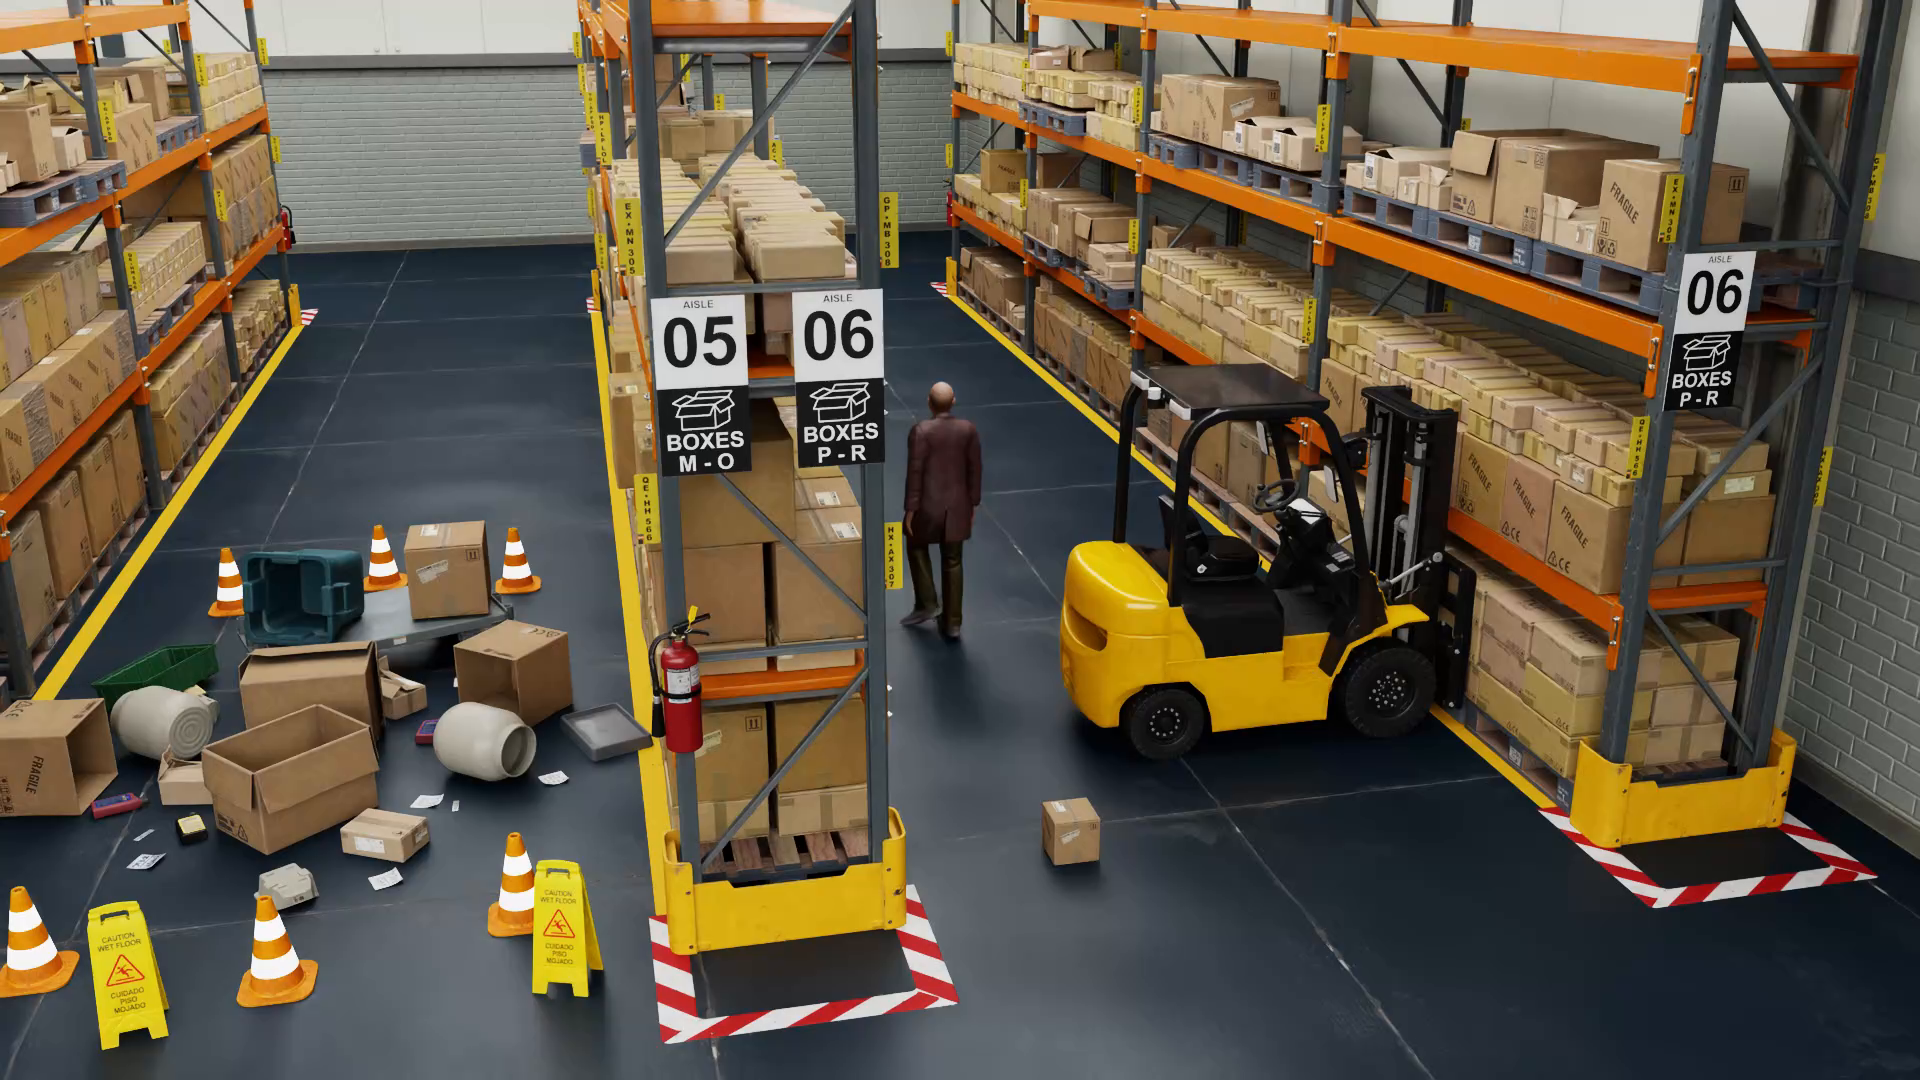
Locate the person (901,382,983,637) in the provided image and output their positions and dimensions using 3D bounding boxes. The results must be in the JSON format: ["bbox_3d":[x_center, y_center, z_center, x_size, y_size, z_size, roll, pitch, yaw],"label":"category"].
[{"bbox_3d":[-0.119,-0.104,11.695,0.614,1.617,0.566,-6,20,-17],"label":"person"}]
